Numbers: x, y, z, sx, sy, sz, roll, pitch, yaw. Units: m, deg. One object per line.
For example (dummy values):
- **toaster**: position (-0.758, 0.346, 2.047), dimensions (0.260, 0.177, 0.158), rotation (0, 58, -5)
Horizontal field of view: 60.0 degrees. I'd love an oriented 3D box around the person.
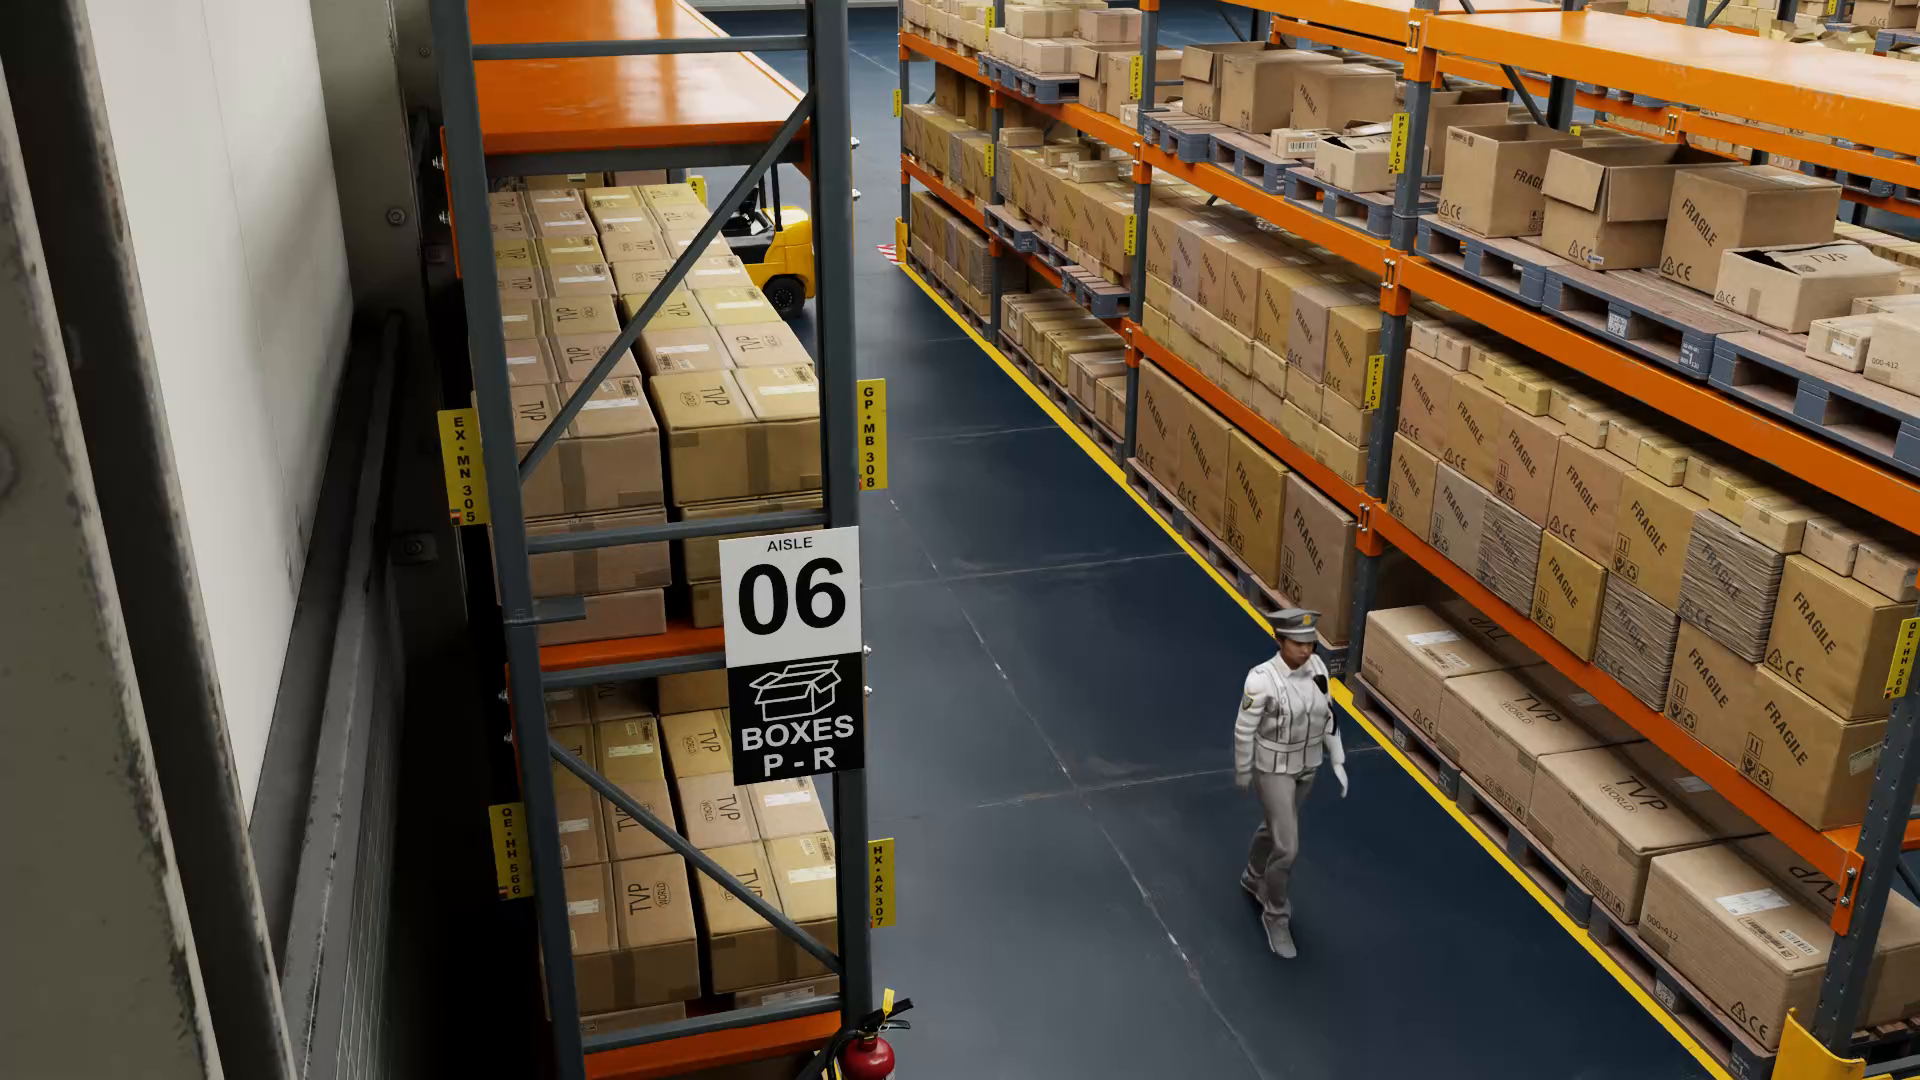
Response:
- **person**: position (3.024, -1.072, 12.462), dimensions (7.954, 2.202, 7.570), rotation (-13, 26, -28)
